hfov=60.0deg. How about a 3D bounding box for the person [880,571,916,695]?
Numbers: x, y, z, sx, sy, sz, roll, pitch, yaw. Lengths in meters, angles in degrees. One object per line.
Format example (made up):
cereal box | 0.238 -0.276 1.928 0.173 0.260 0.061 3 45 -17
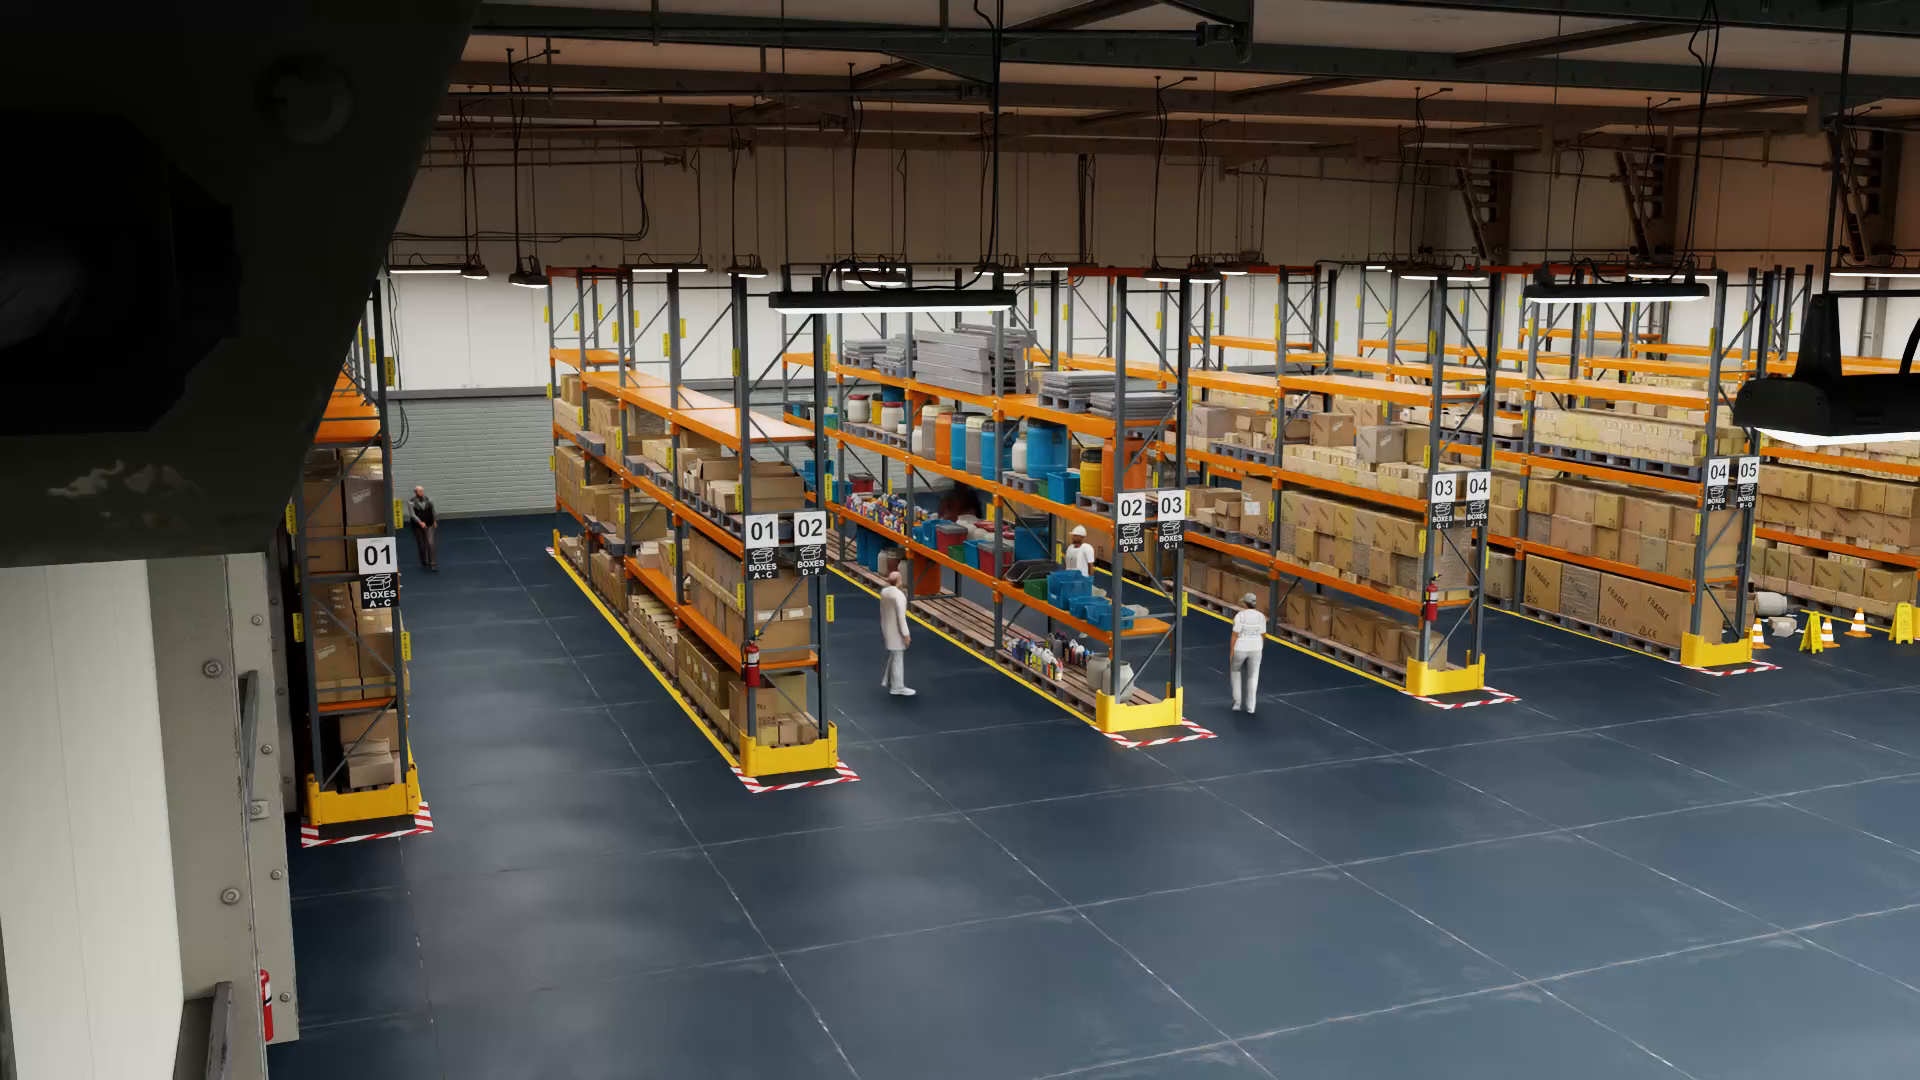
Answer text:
person | -0.898 1.365 23.928 0.407 1.864 0.686 -4 11 -21

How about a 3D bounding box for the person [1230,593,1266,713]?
person | 3.974 1.566 22.961 0.490 1.714 0.475 2 10 10

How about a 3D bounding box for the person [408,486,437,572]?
person | -10.705 -0.249 33.192 0.567 1.698 0.837 -4 11 -23

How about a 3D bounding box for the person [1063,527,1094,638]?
person | 1.909 0.680 27.374 0.546 1.771 0.678 -9 13 -41
